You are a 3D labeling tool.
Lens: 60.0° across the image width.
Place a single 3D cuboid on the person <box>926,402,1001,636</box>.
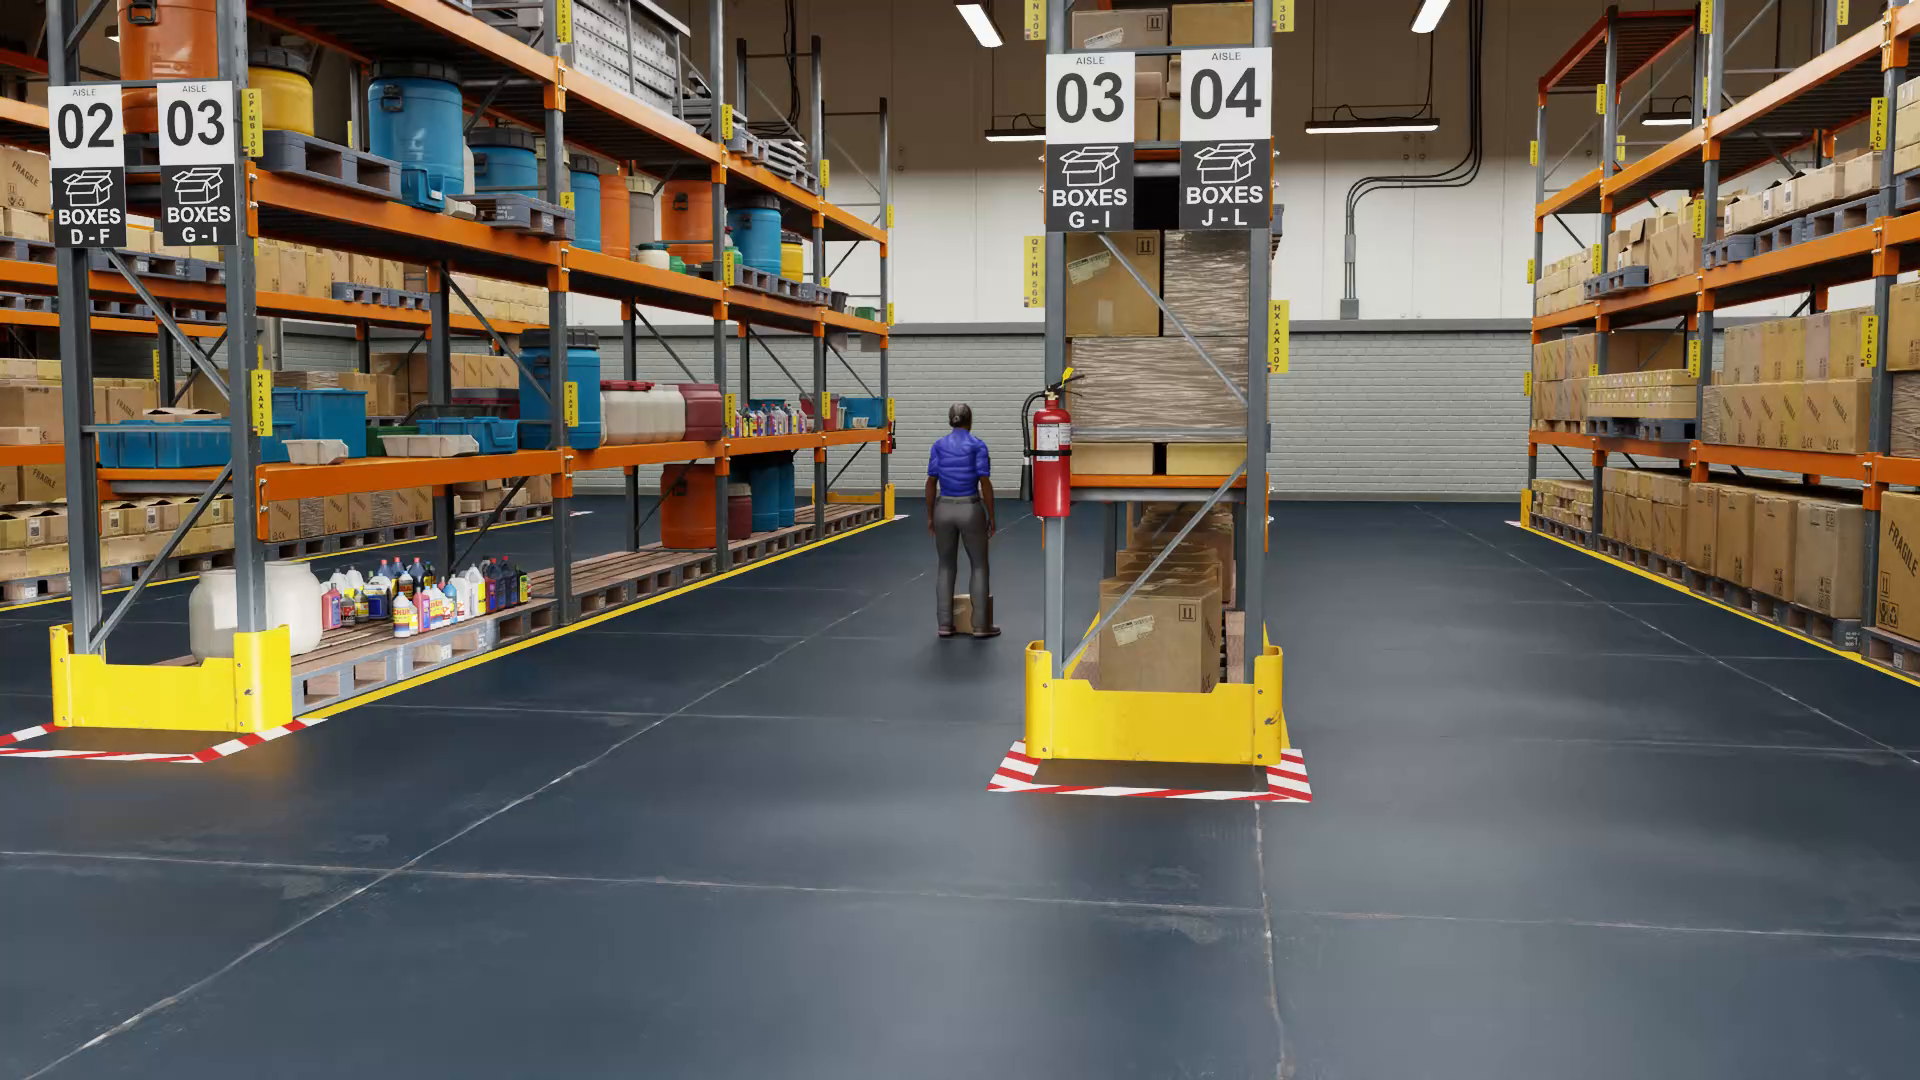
[{"bbox_3d":[0.015,-0.147,11.773,0.518,1.654,0.353,1,5,17],"label":"person"}]
